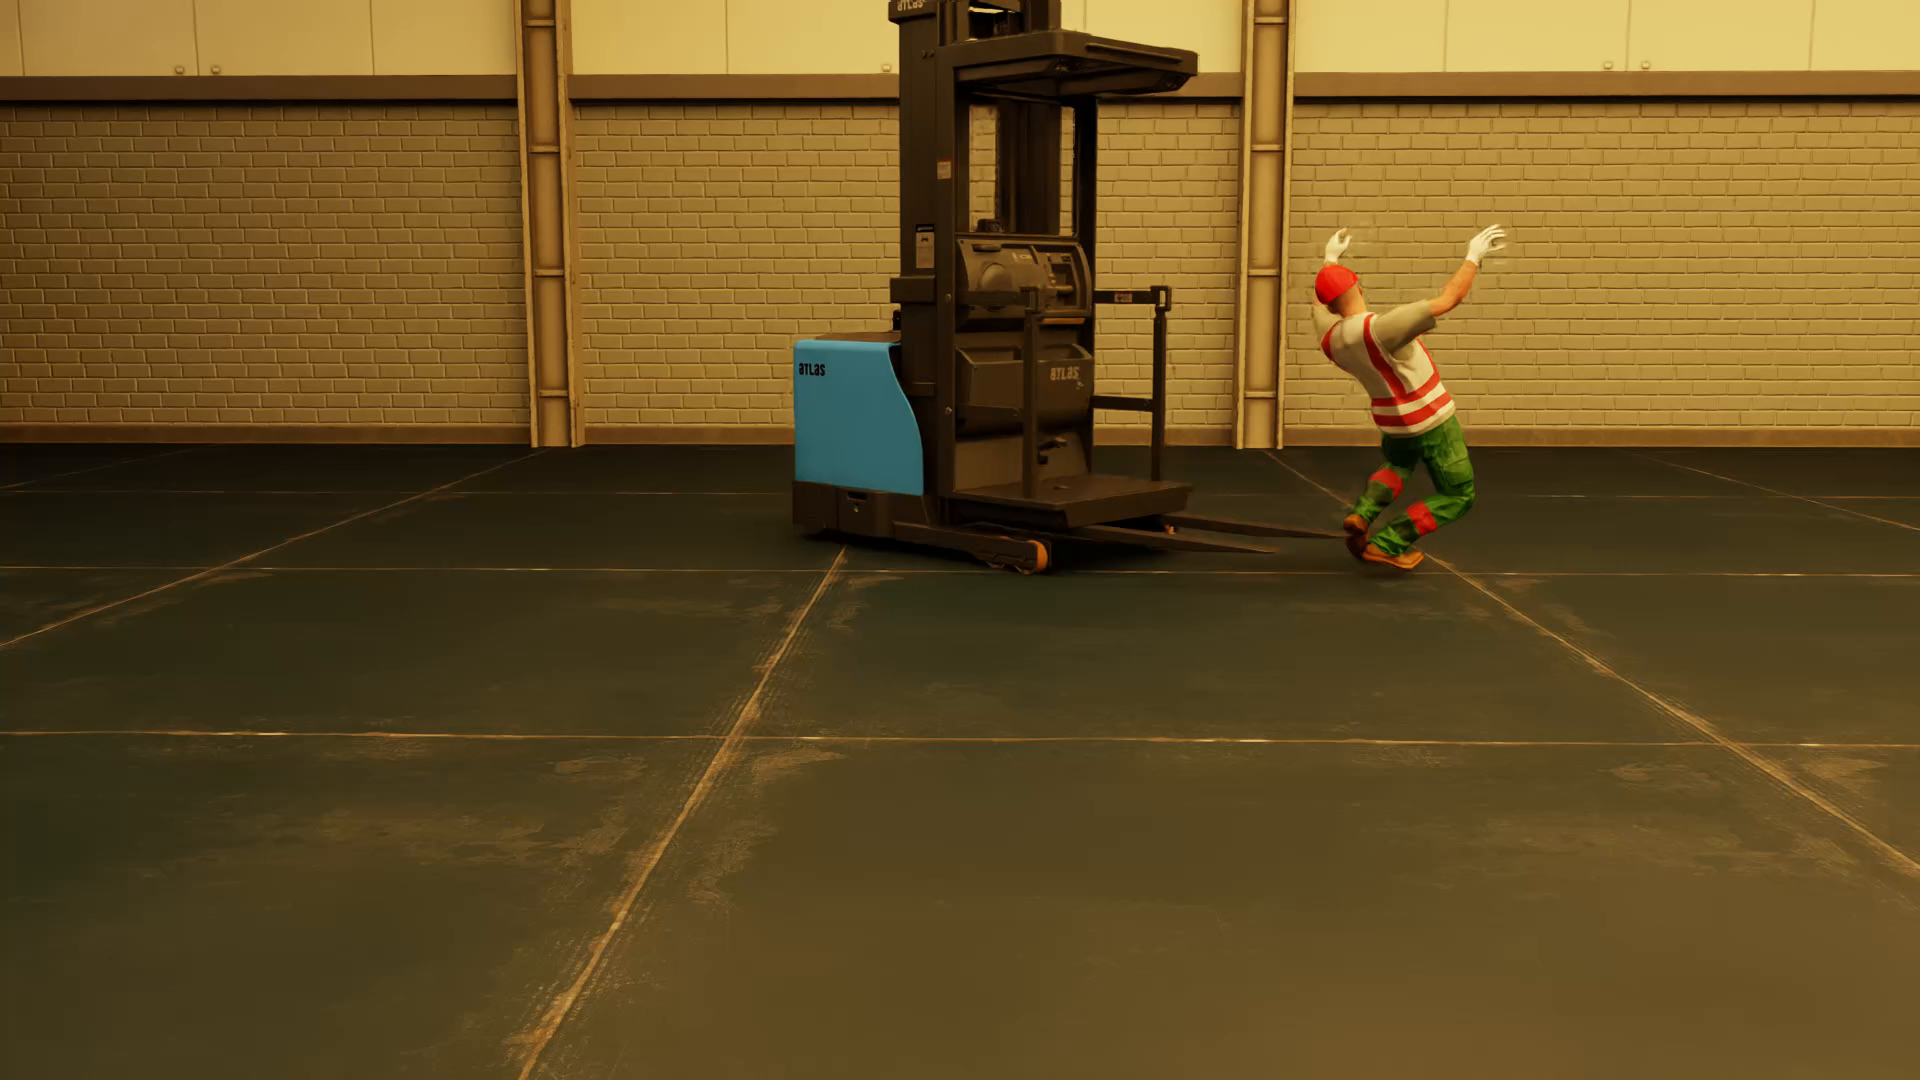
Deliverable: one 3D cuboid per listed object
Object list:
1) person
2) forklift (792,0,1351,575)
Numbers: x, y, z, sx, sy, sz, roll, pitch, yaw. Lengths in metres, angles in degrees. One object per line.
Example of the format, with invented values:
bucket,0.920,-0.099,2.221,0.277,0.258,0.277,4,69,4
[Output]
person,2.018,-0.672,7.951,0.777,1.645,0.992,-4,9,-23
forklift,0.486,-1.372,8.274,3.031,2.935,1.130,8,12,44
